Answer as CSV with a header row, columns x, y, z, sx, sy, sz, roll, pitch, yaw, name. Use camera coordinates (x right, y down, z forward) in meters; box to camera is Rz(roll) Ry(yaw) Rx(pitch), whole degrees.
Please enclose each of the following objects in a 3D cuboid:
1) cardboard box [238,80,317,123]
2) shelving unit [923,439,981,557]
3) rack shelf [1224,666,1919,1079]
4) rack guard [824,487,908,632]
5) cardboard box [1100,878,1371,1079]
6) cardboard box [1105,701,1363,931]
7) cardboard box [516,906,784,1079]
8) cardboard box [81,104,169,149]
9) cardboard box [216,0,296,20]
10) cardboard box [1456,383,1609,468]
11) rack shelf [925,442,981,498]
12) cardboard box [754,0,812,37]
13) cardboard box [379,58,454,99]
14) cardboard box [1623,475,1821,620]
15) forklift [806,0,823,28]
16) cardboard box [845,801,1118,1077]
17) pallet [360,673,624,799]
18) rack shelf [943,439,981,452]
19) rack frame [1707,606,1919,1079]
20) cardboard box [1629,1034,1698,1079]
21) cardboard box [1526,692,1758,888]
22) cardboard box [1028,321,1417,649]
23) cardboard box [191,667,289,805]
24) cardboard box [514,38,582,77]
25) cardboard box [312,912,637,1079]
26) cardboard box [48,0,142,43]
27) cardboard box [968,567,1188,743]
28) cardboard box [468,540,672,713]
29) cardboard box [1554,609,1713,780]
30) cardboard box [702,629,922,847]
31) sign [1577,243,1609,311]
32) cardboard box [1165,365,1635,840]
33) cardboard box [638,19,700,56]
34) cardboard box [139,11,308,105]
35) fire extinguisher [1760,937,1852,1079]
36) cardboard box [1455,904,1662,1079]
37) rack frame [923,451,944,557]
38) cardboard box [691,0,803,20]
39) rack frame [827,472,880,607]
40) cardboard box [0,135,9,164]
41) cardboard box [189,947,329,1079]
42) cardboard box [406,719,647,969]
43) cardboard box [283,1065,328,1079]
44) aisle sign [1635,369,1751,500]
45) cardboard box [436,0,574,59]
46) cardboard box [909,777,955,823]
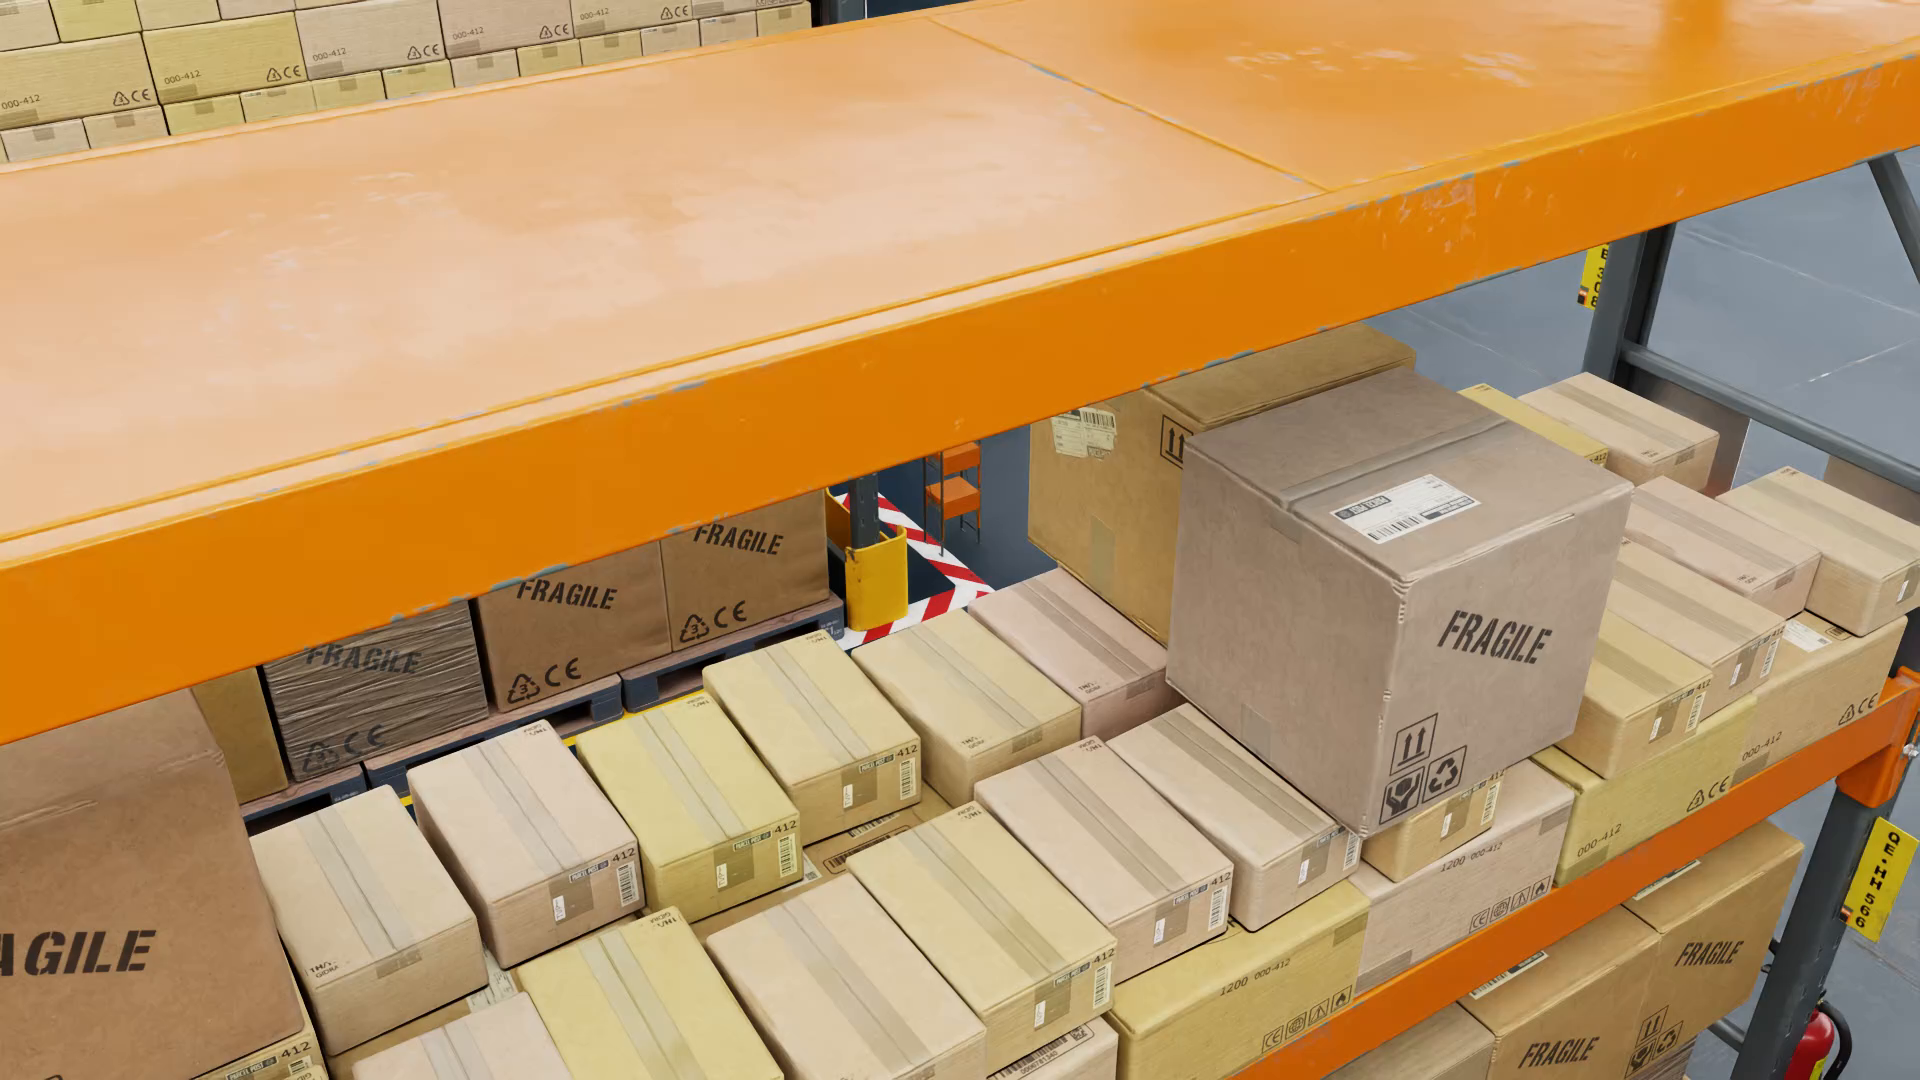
x,y,z,sx,sy,sz,roll,pitch,yaw,name
-2.532,-1.631,6.083,0.250,0.149,0.380,-19,37,-27,cardboard box
-0.045,-0.429,9.067,0.252,1.050,0.215,-19,37,-27,shelving unit
0.192,0.784,3.181,4.000,0.370,1.077,-19,37,-27,rack shelf
-0.709,-0.033,8.956,0.348,0.500,1.175,-19,37,-27,rack guard
0.332,0.656,2.850,0.500,0.250,0.500,-20,37,-28,cardboard box
0.456,0.447,2.806,0.250,0.149,0.380,-21,38,-30,cardboard box
-0.439,0.730,2.359,0.250,0.149,0.380,-18,36,-26,cardboard box
-2.963,-1.482,5.846,0.250,0.149,0.380,-20,37,-28,cardboard box
-2.532,-1.968,5.869,0.250,0.149,0.380,-19,37,-27,cardboard box
1.246,-0.197,3.827,0.250,0.149,0.380,-18,37,-26,cardboard box
-0.045,-0.420,9.073,0.240,0.259,0.215,-19,37,-27,rack shelf
-0.825,-2.218,7.013,0.250,0.149,0.380,-19,37,-27,cardboard box
-2.107,-1.777,6.314,0.250,0.149,0.380,-18,37,-27,cardboard box
1.526,0.039,3.454,0.250,0.149,0.380,-20,37,-29,cardboard box
-1.382,-2.721,10.938,1.130,2.935,3.031,-21,38,-29,forklift
0.027,0.603,2.560,0.250,0.149,0.380,-20,37,-28,cardboard box
-2.383,0.713,8.044,1.213,0.211,1.003,-19,37,-27,pallet
-0.045,-0.660,8.921,0.240,0.259,0.215,-19,37,-27,rack shelf
1.873,1.170,4.705,0.127,3.000,1.000,-19,37,-27,rack frame
1.396,1.148,4.367,0.500,0.500,0.875,-19,37,-27,cardboard box
1.187,0.364,3.313,0.500,0.250,0.500,-19,37,-27,cardboard box
0.479,-0.170,3.177,0.500,0.500,0.500,-19,37,-27,cardboard box
-3.525,0.643,7.138,0.875,0.875,0.875,-18,37,-27,cardboard box
-1.681,-1.923,6.546,0.250,0.149,0.380,-20,37,-28,cardboard box
-0.803,0.726,2.739,0.500,0.250,0.500,-18,36,-26,cardboard box
-2.961,-1.820,5.635,0.250,0.149,0.380,-20,37,-28,cardboard box
0.220,0.226,3.158,0.250,0.149,0.380,-19,37,-28,cardboard box
-2.002,0.118,7.970,0.875,0.875,0.875,-20,37,-28,cardboard box
1.158,0.250,3.119,0.250,0.149,0.380,-19,37,-27,cardboard box
-0.267,0.345,2.968,0.250,0.149,0.380,-17,36,-25,cardboard box
1.579,-0.712,4.058,0.005,0.325,0.100,-19,37,-27,sign
0.707,0.083,2.776,0.500,0.500,0.500,-19,37,-27,cardboard box
-1.253,-2.071,6.779,0.250,0.149,0.380,-18,37,-27,cardboard box
-2.682,-1.787,5.955,0.500,0.250,0.500,-19,37,-28,cardboard box
2.219,1.376,4.451,0.183,0.674,0.296,-19,37,-27,fire extinguisher
1.128,0.996,3.672,0.500,0.500,0.500,-19,37,-27,cardboard box
-0.147,-0.393,9.011,0.008,1.050,0.200,-19,37,-27,rack frame
-0.989,-2.368,6.876,0.500,0.250,0.500,-18,37,-27,cardboard box
-0.729,-1.084,8.278,0.127,3.000,1.000,-19,37,-27,rack frame
-3.385,-1.338,5.618,0.250,0.149,0.380,-19,37,-27,cardboard box
-1.098,0.692,2.418,0.250,0.149,0.380,-19,37,-27,cardboard box
-0.716,0.490,2.739,0.250,0.149,0.380,-20,37,-29,cardboard box
-0.862,0.889,2.106,0.250,0.149,0.380,-21,38,-30,cardboard box
1.763,-0.082,4.254,0.004,0.787,0.394,-19,37,-27,aisle sign
-1.833,-2.079,6.418,0.500,0.250,0.500,-19,37,-28,cardboard box
0.045,0.434,3.201,0.500,0.250,0.500,-18,36,-26,cardboard box
